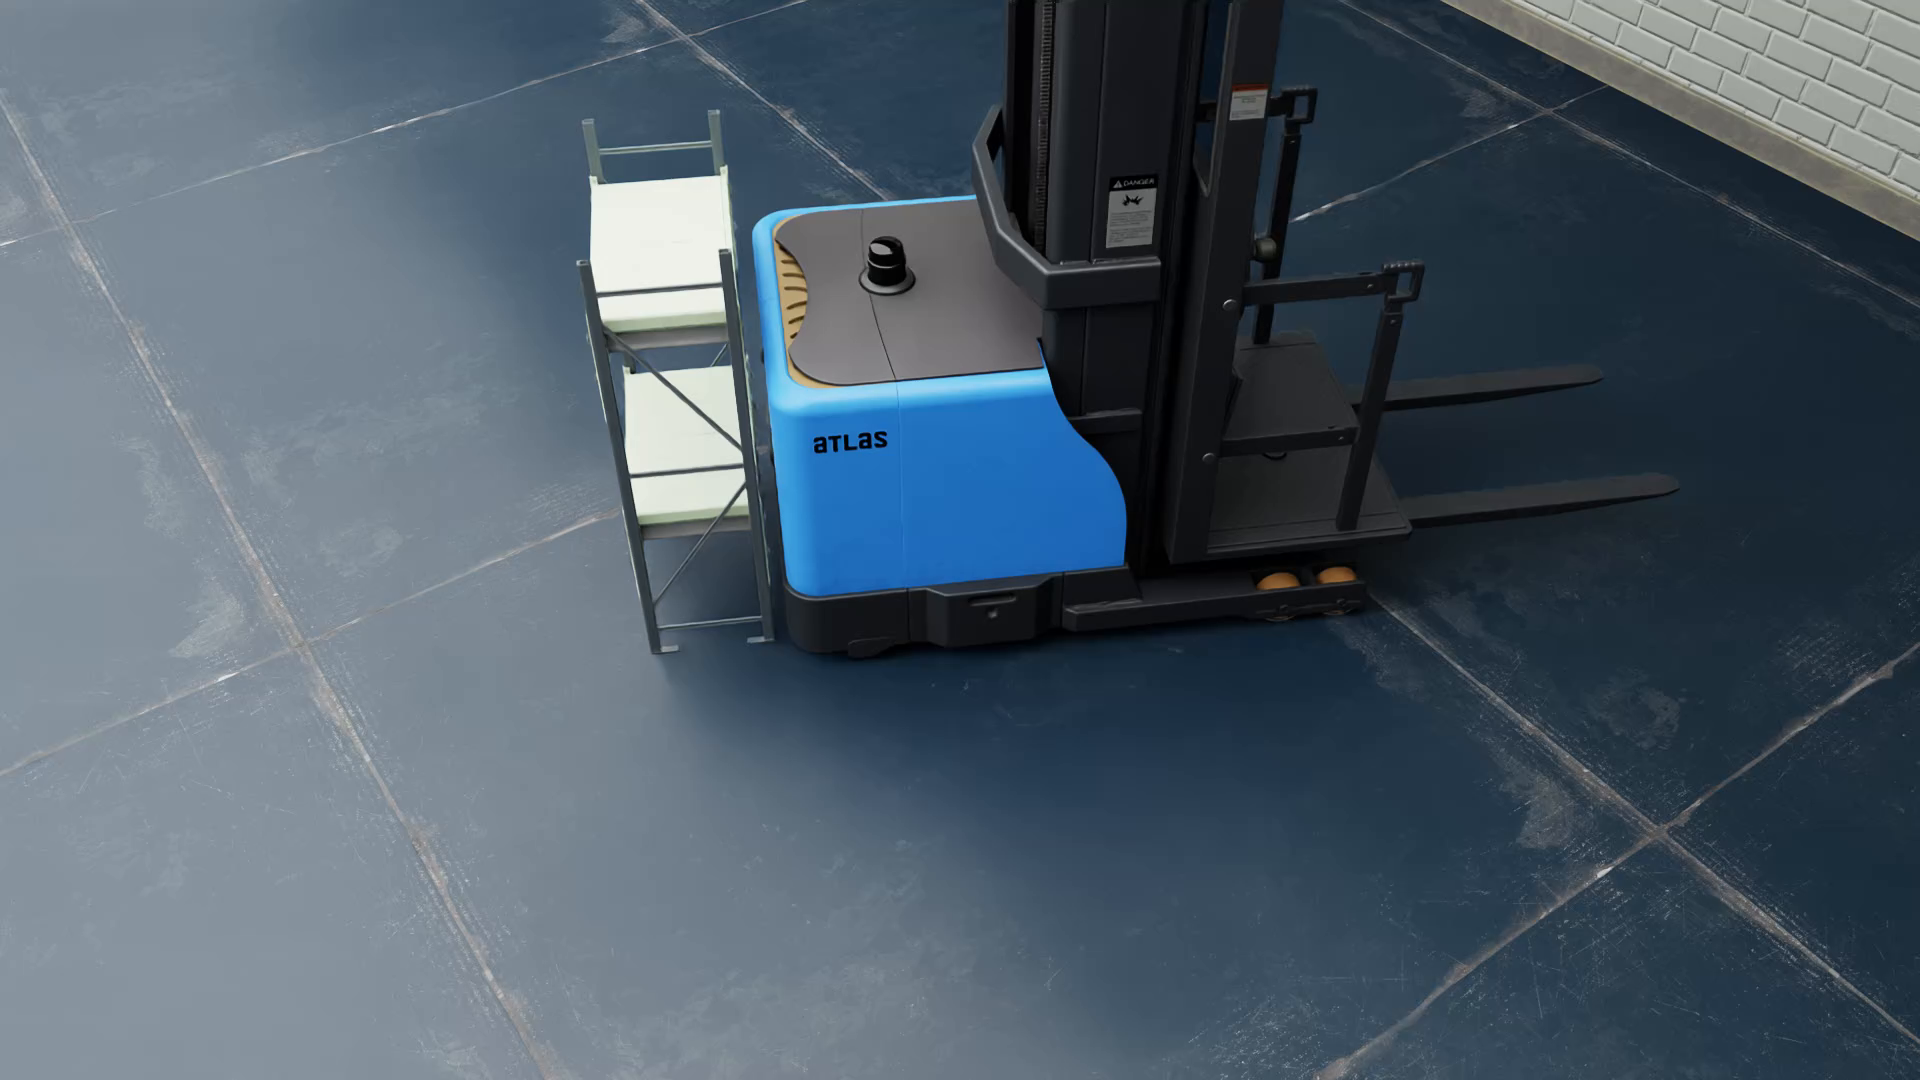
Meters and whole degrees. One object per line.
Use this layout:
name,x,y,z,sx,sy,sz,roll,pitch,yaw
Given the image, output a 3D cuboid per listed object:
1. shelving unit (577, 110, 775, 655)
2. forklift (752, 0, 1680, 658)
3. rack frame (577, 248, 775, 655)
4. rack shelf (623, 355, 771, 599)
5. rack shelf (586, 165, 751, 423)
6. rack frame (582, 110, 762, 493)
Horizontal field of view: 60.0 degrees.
shelving unit,-0.853,-0.450,5.135,0.431,1.500,0.755,-6,44,-6
forklift,0.888,-1.150,4.832,3.031,2.935,1.130,-6,44,-6
rack frame,-0.800,-0.200,4.873,0.400,1.500,0.023,-6,44,-6
rack shelf,-0.853,-0.214,5.360,0.431,0.370,0.720,-6,44,-6
rack shelf,-0.853,-0.732,4.865,0.431,0.370,0.720,-6,44,-6
rack frame,-0.906,-0.700,5.397,0.400,1.500,0.023,-6,44,-6
